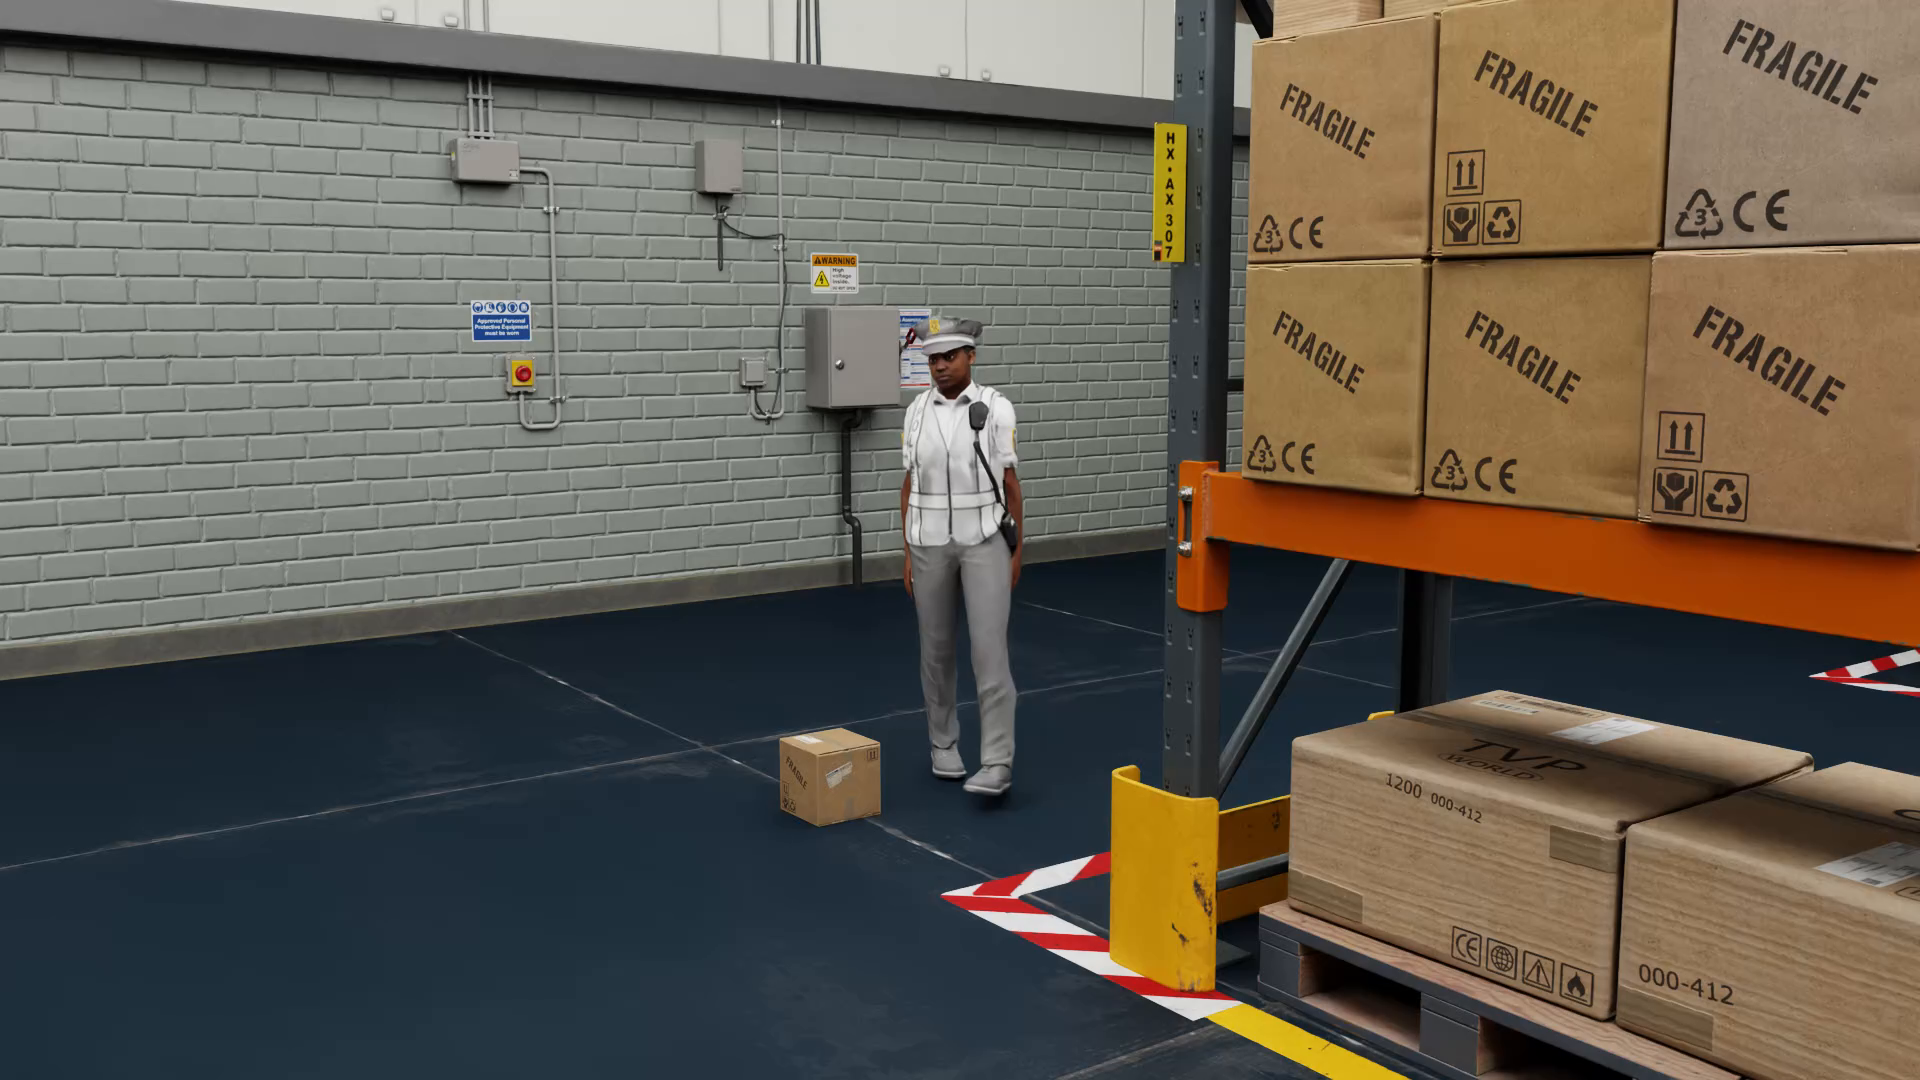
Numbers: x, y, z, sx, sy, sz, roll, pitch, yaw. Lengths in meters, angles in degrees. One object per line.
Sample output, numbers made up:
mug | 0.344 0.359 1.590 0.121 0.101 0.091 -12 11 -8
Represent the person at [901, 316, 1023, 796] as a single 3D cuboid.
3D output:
person | -0.017 0.053 5.869 0.468 1.673 0.626 2 8 14
